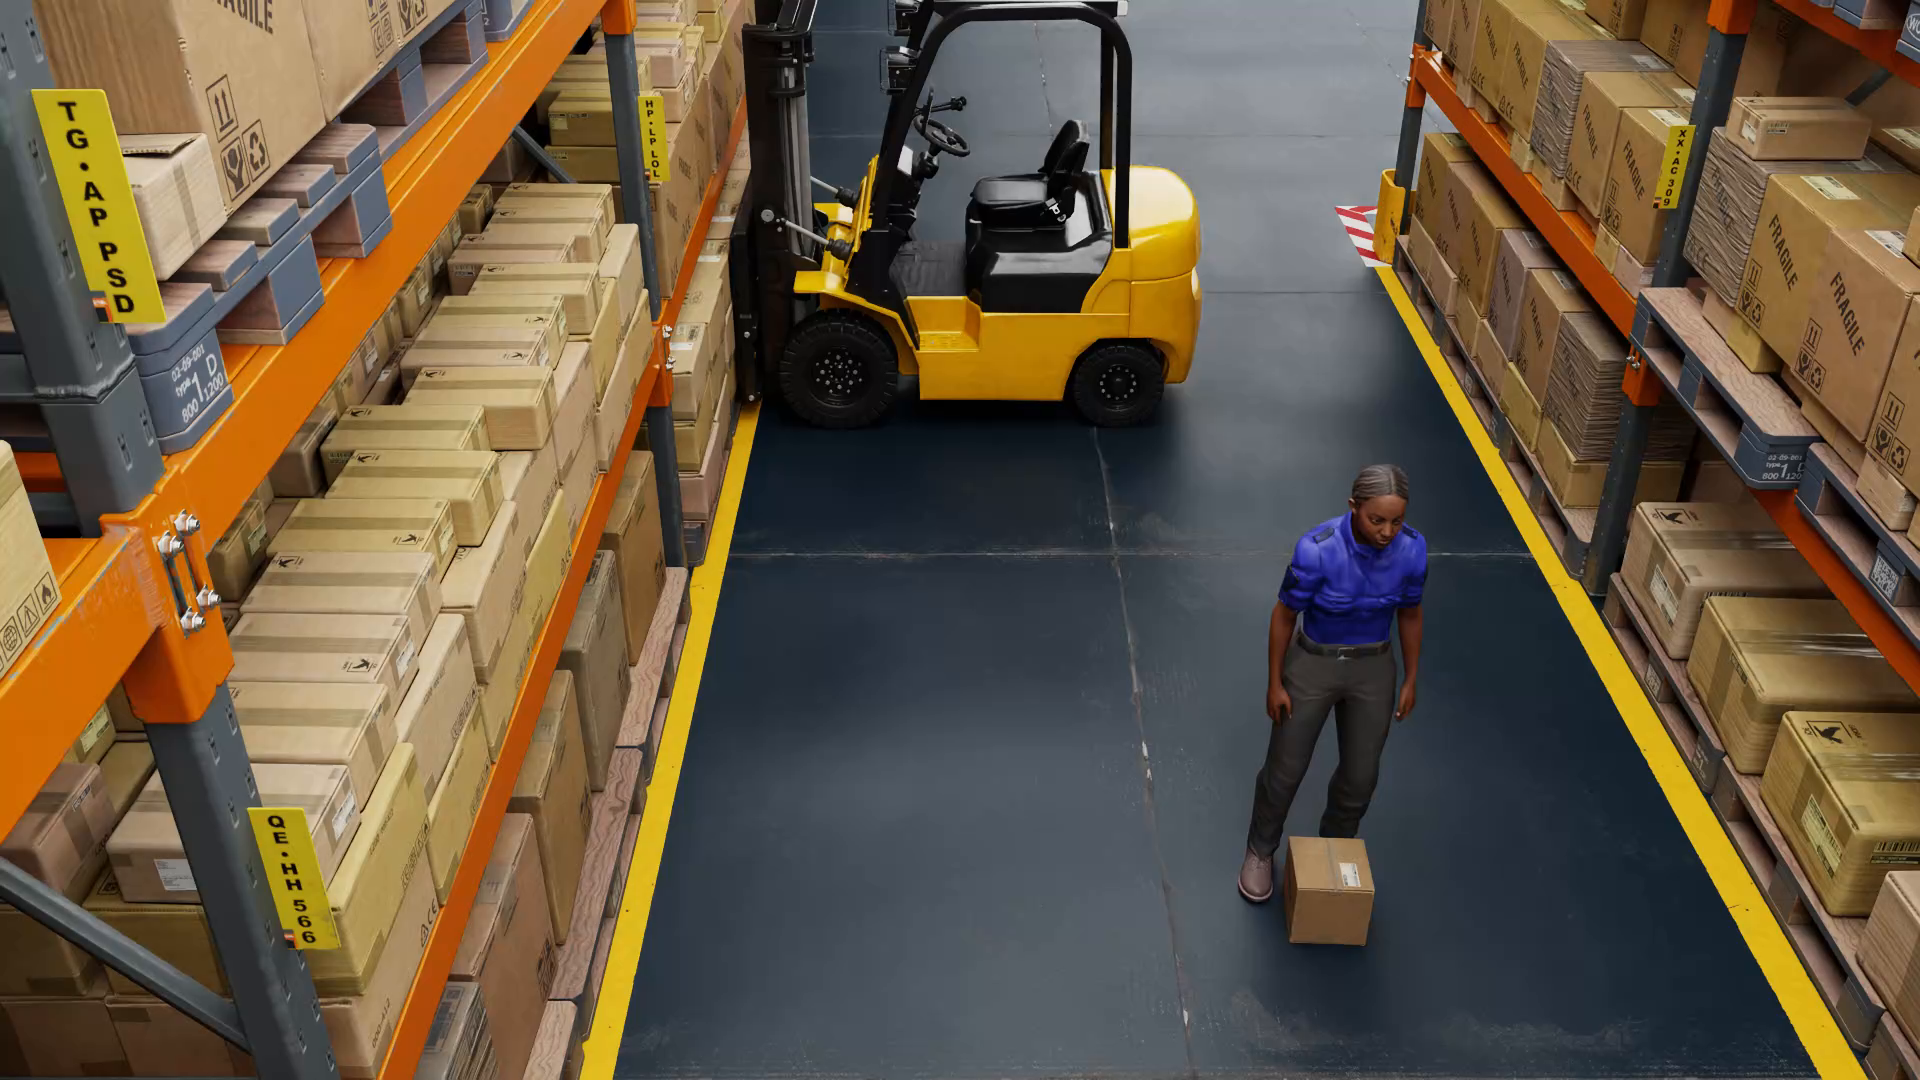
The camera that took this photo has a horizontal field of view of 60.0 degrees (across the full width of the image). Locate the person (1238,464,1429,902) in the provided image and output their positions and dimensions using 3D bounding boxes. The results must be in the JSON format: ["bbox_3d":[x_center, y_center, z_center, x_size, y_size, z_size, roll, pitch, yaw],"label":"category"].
[{"bbox_3d":[1.224,0.455,5.403,0.531,1.656,0.346,-2,32,-3],"label":"person"}]
